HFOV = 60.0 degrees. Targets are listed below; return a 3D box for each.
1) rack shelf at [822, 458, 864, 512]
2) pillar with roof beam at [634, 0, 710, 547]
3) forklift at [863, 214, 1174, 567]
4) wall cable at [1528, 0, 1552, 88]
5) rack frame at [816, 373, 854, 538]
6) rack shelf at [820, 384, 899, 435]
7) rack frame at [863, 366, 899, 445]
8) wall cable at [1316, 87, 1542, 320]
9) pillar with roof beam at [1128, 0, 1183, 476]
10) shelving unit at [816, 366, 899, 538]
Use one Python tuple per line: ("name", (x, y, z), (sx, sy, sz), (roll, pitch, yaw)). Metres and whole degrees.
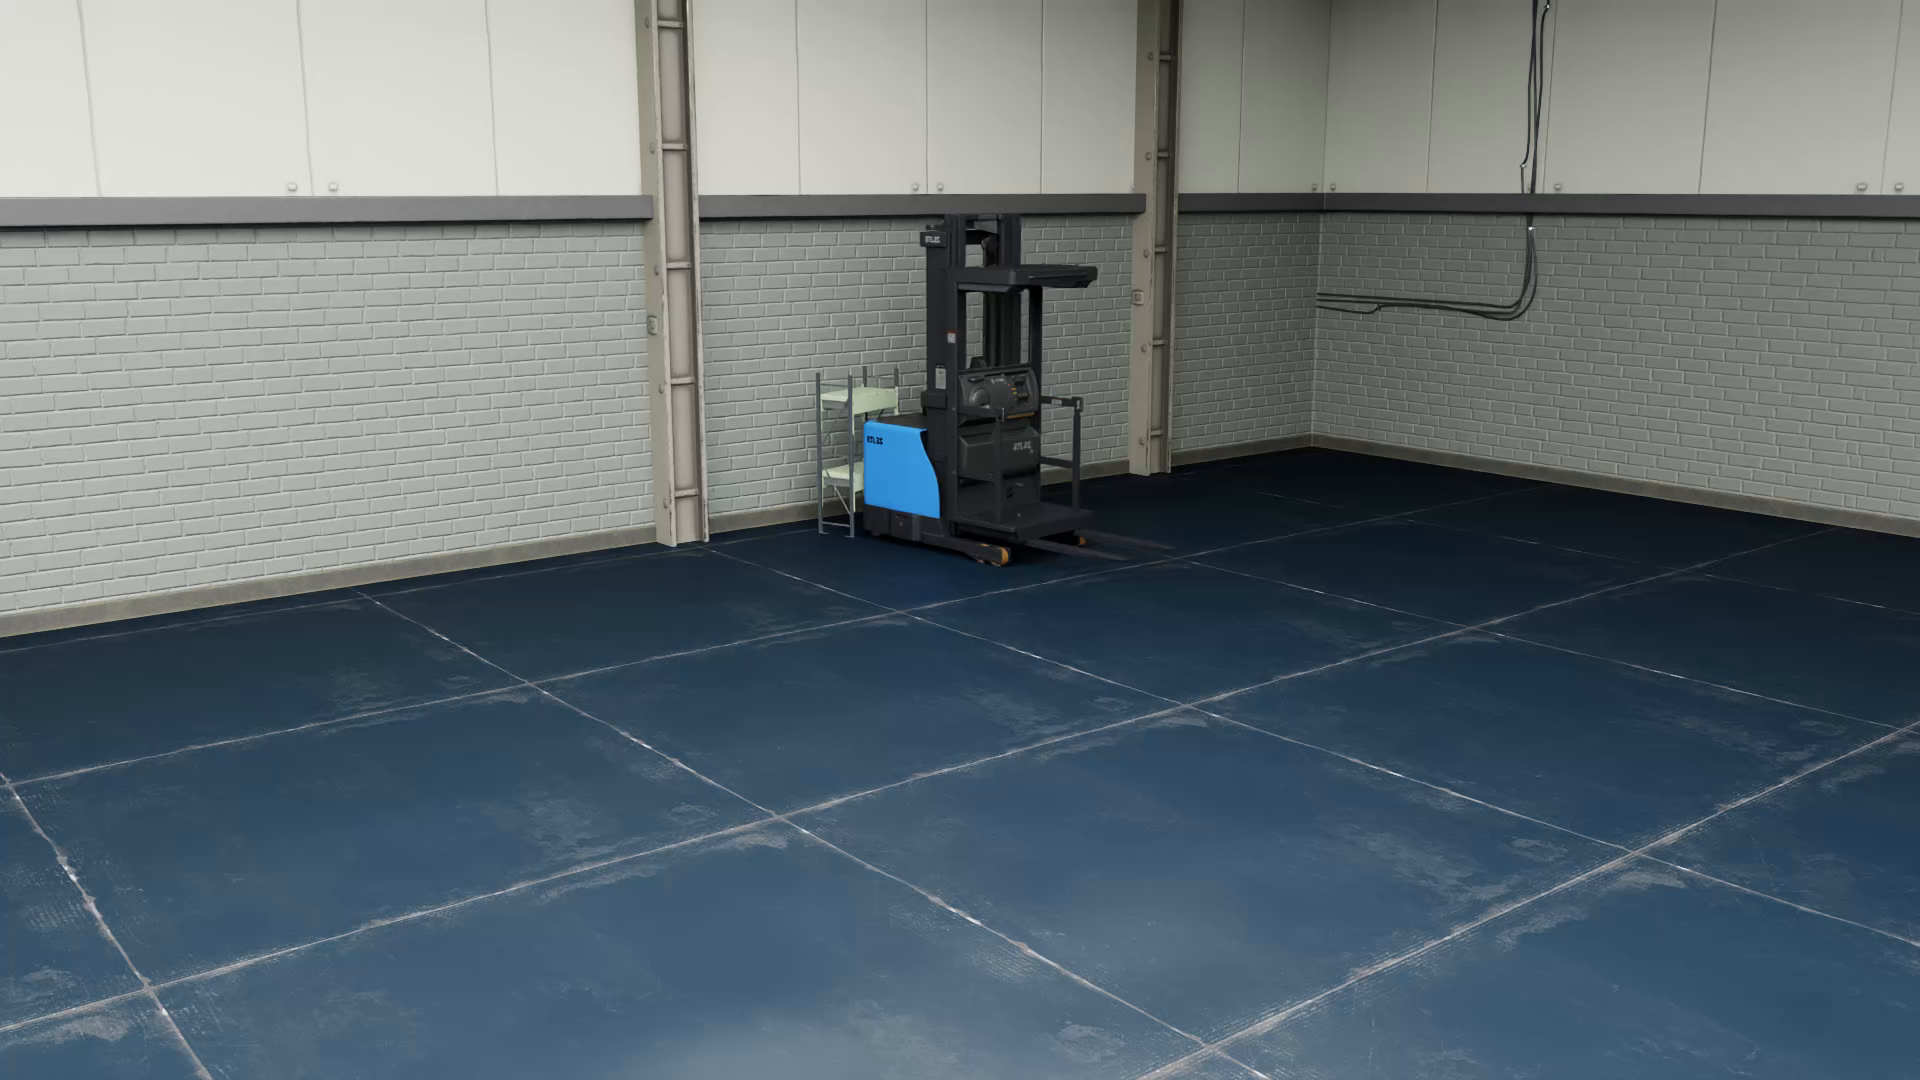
("rack shelf", (-0.952, -0.524, 15.675), (0.431, 0.370, 0.720), (8, 14, 32))
("pillar with roof beam", (0.151, -3.694, 10.984), (0.400, 9.000, 9.100), (-9, 15, -38))
("forklift", (0.492, -1.326, 14.440), (1.130, 2.935, 3.031), (-12, 17, -43))
("wall cable", (6.963, -5.852, 16.460), (0.112, 2.526, 3.097), (-9, 15, -38))
("rack frame", (-1.149, -0.779, 15.306), (0.400, 1.500, 0.023), (8, 14, 32))
("rack shelf", (-0.952, -1.224, 15.526), (0.431, 0.370, 0.720), (8, 14, 32))
("rack frame", (-0.755, -0.907, 15.909), (0.400, 1.500, 0.023), (8, 14, 32))
("wall cable", (5.273, -3.820, 19.051), (0.112, 2.526, 3.097), (-9, 15, -38))
("pillar with roof beam", (4.836, -4.473, 14.650), (0.400, 9.000, 9.100), (-9, 15, -38))
("shelving unit", (-0.952, -0.843, 15.607), (0.431, 1.500, 0.755), (8, 14, 32))
